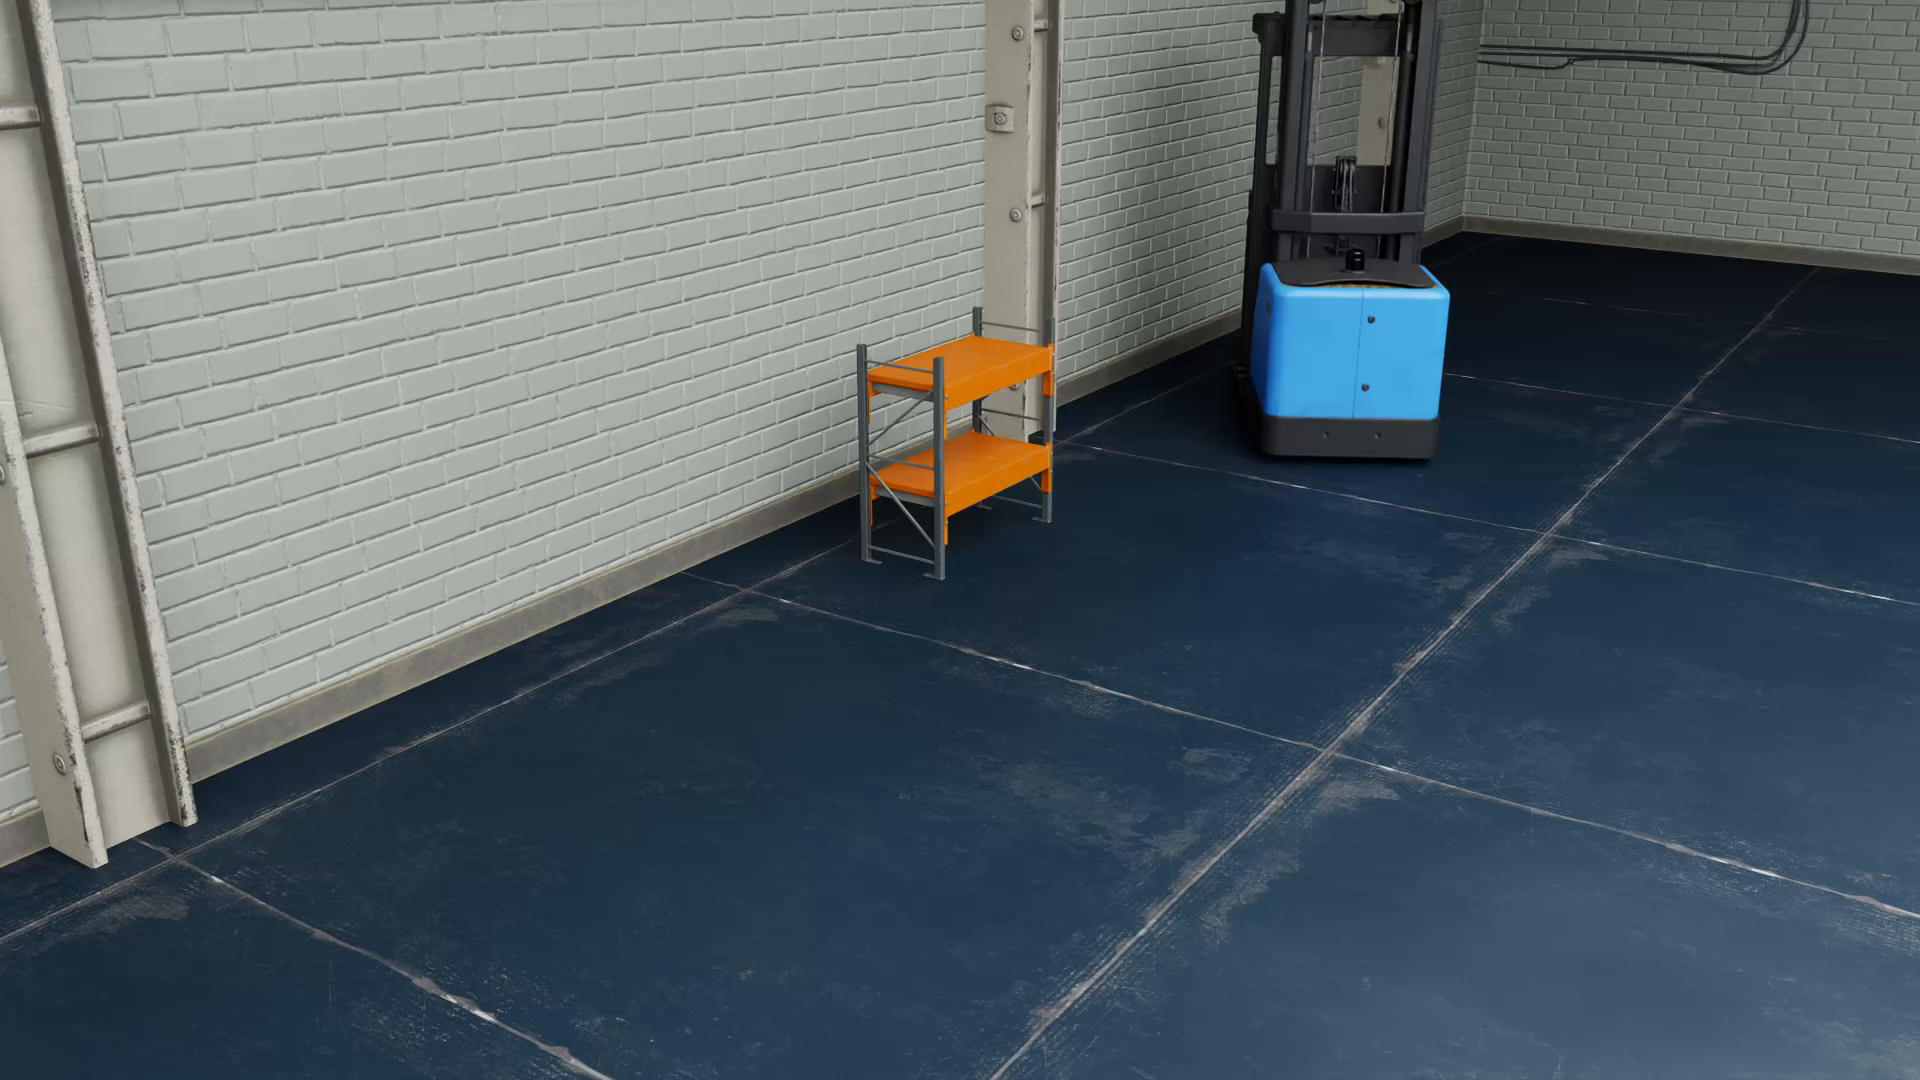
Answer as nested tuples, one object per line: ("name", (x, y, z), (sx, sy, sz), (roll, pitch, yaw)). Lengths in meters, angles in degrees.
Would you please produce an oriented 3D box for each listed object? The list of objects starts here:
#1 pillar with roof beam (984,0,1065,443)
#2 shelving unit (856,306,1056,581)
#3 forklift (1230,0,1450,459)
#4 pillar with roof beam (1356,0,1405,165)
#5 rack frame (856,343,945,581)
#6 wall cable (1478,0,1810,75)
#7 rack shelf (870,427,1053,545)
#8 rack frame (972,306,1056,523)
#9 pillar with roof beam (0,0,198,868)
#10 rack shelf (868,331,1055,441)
("pillar with roof beam", (3.941, -4.060, 6.769), (9.100, 9.000, 0.400), (13, 24, 32))
("shelving unit", (-0.004, -0.526, 8.565), (0.538, 1.125, 1.048), (13, 24, 32))
("forklift", (2.430, -2.323, 10.820), (1.130, 2.935, 3.031), (1, 20, 4))
("pillar with roof beam", (7.314, -5.781, 11.423), (9.100, 9.000, 0.400), (13, 24, 32))
("rack frame", (-0.290, -0.380, 8.170), (0.500, 1.125, 0.032), (13, 24, 32))
("wall cable", (6.503, -5.752, 15.819), (3.097, 2.526, 0.112), (13, 24, 32))
("rack shelf", (-0.004, -0.296, 8.649), (0.538, 0.278, 1.000), (13, 24, 32))
("rack frame", (0.282, -0.671, 8.959), (0.500, 1.125, 0.032), (13, 24, 32))
("pillar with roof beam", (0.568, -2.338, 2.115), (9.100, 9.000, 0.400), (13, 24, 32))
("rack shelf", (-0.004, -0.800, 8.463), (0.538, 0.278, 1.000), (13, 24, 32))
